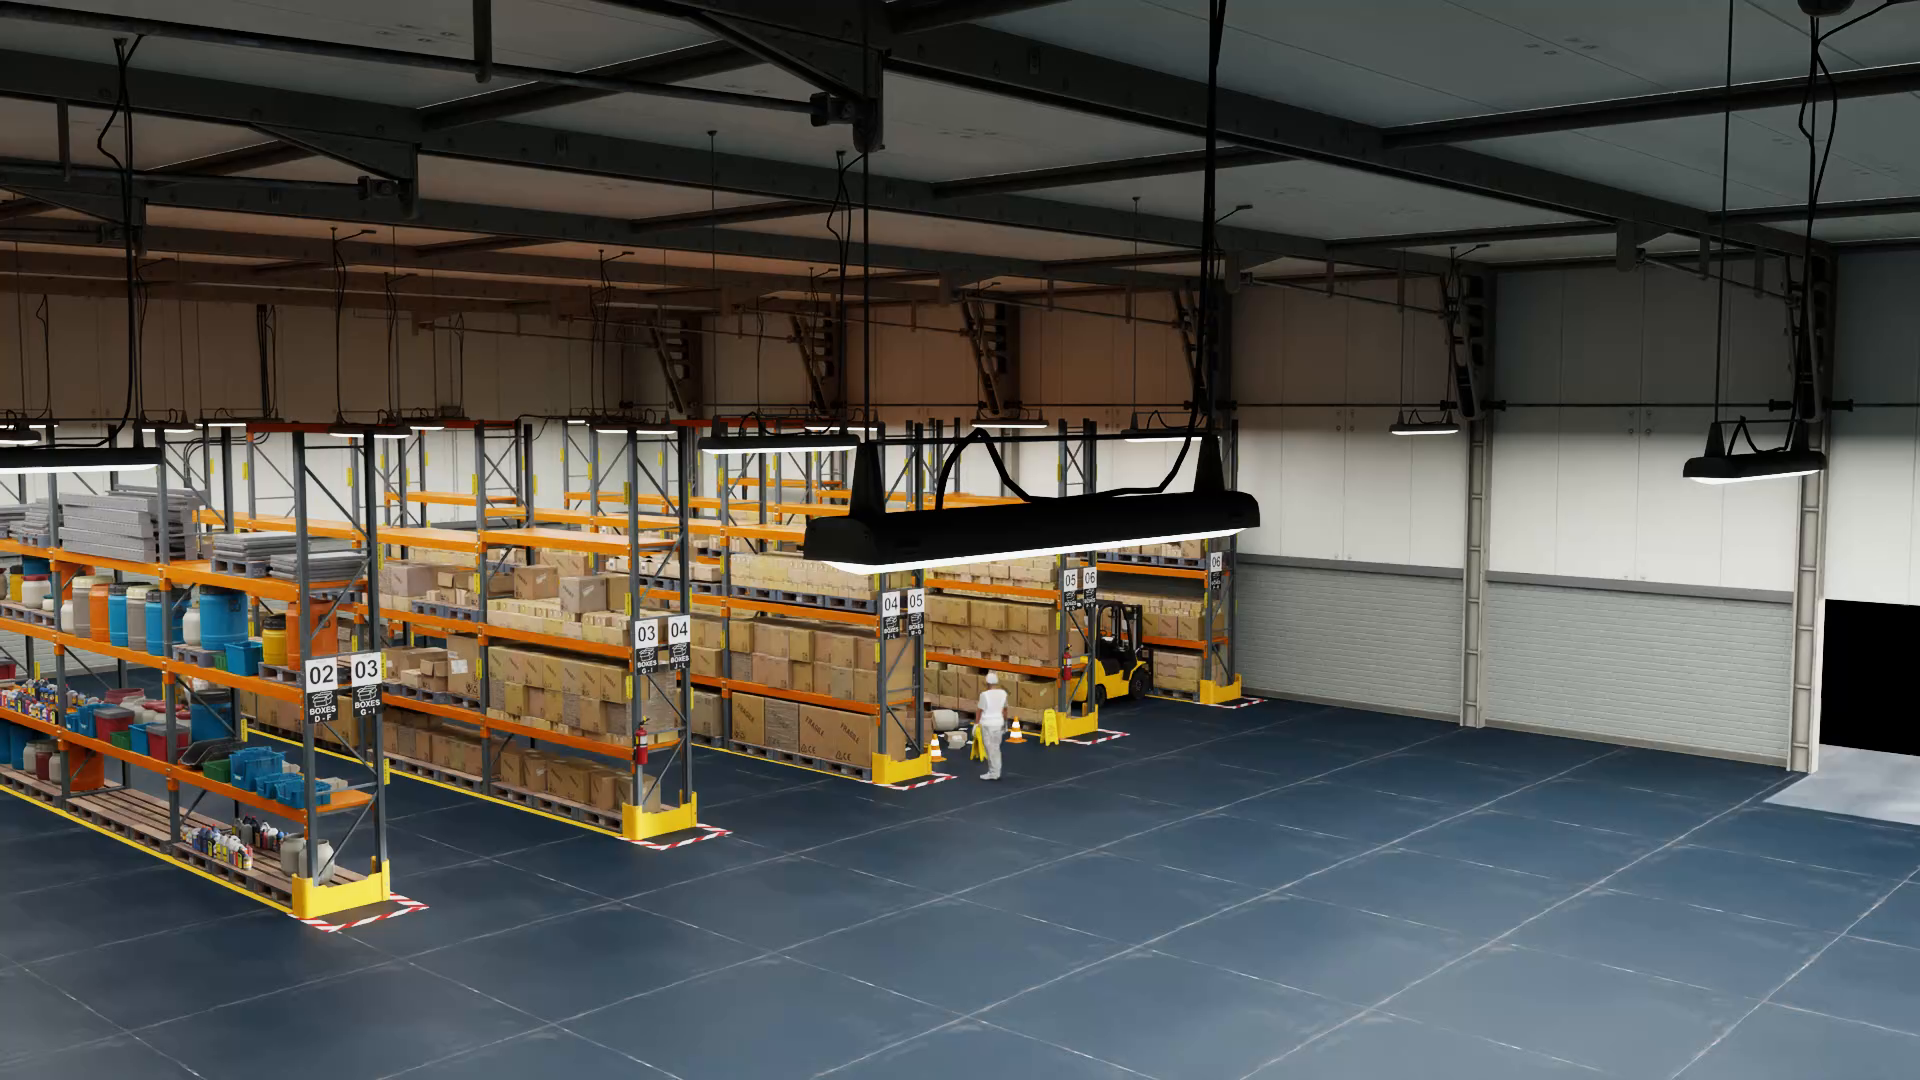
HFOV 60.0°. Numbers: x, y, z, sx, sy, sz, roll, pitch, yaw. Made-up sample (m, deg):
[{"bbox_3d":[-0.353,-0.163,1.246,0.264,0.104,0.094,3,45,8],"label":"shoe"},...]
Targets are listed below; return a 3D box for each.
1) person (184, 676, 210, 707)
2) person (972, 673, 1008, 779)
[{"bbox_3d":[-14.553,2.929,31.767,0.553,1.654,0.577,1,5,11],"label":"person"},{"bbox_3d":[0.524,3.104,28.078,0.672,1.717,0.402,-3,6,-36],"label":"person"}]
